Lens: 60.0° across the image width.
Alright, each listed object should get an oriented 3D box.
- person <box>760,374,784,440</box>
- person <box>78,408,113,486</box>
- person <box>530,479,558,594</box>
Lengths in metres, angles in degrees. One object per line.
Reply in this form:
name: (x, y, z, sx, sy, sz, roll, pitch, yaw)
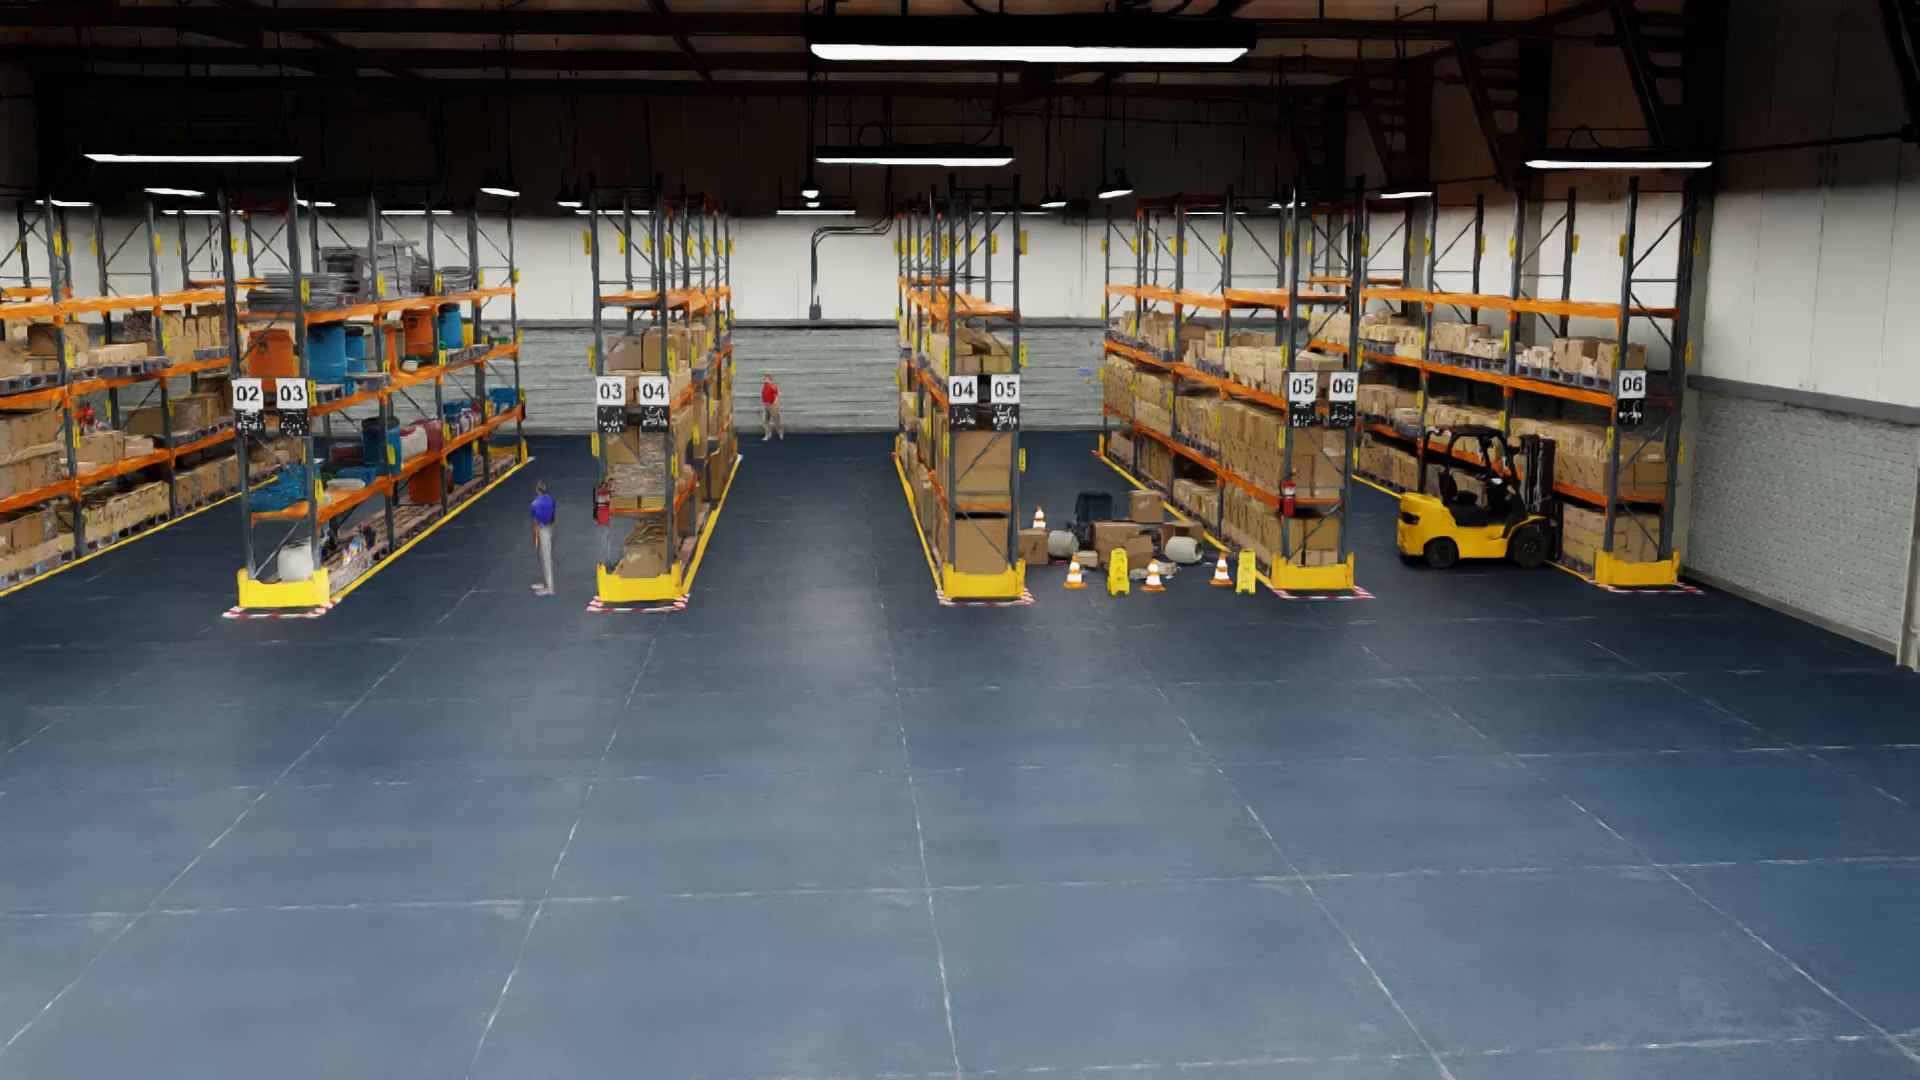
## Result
person: (-4.919, -3.477, 43.479, 0.579, 1.714, 0.605, 9, 14, 42)
person: (-17.864, -1.880, 34.372, 0.703, 1.722, 0.835, 0, 10, 0)
person: (-6.108, -0.066, 24.274, 0.504, 1.658, 0.545, 4, 11, 21)
